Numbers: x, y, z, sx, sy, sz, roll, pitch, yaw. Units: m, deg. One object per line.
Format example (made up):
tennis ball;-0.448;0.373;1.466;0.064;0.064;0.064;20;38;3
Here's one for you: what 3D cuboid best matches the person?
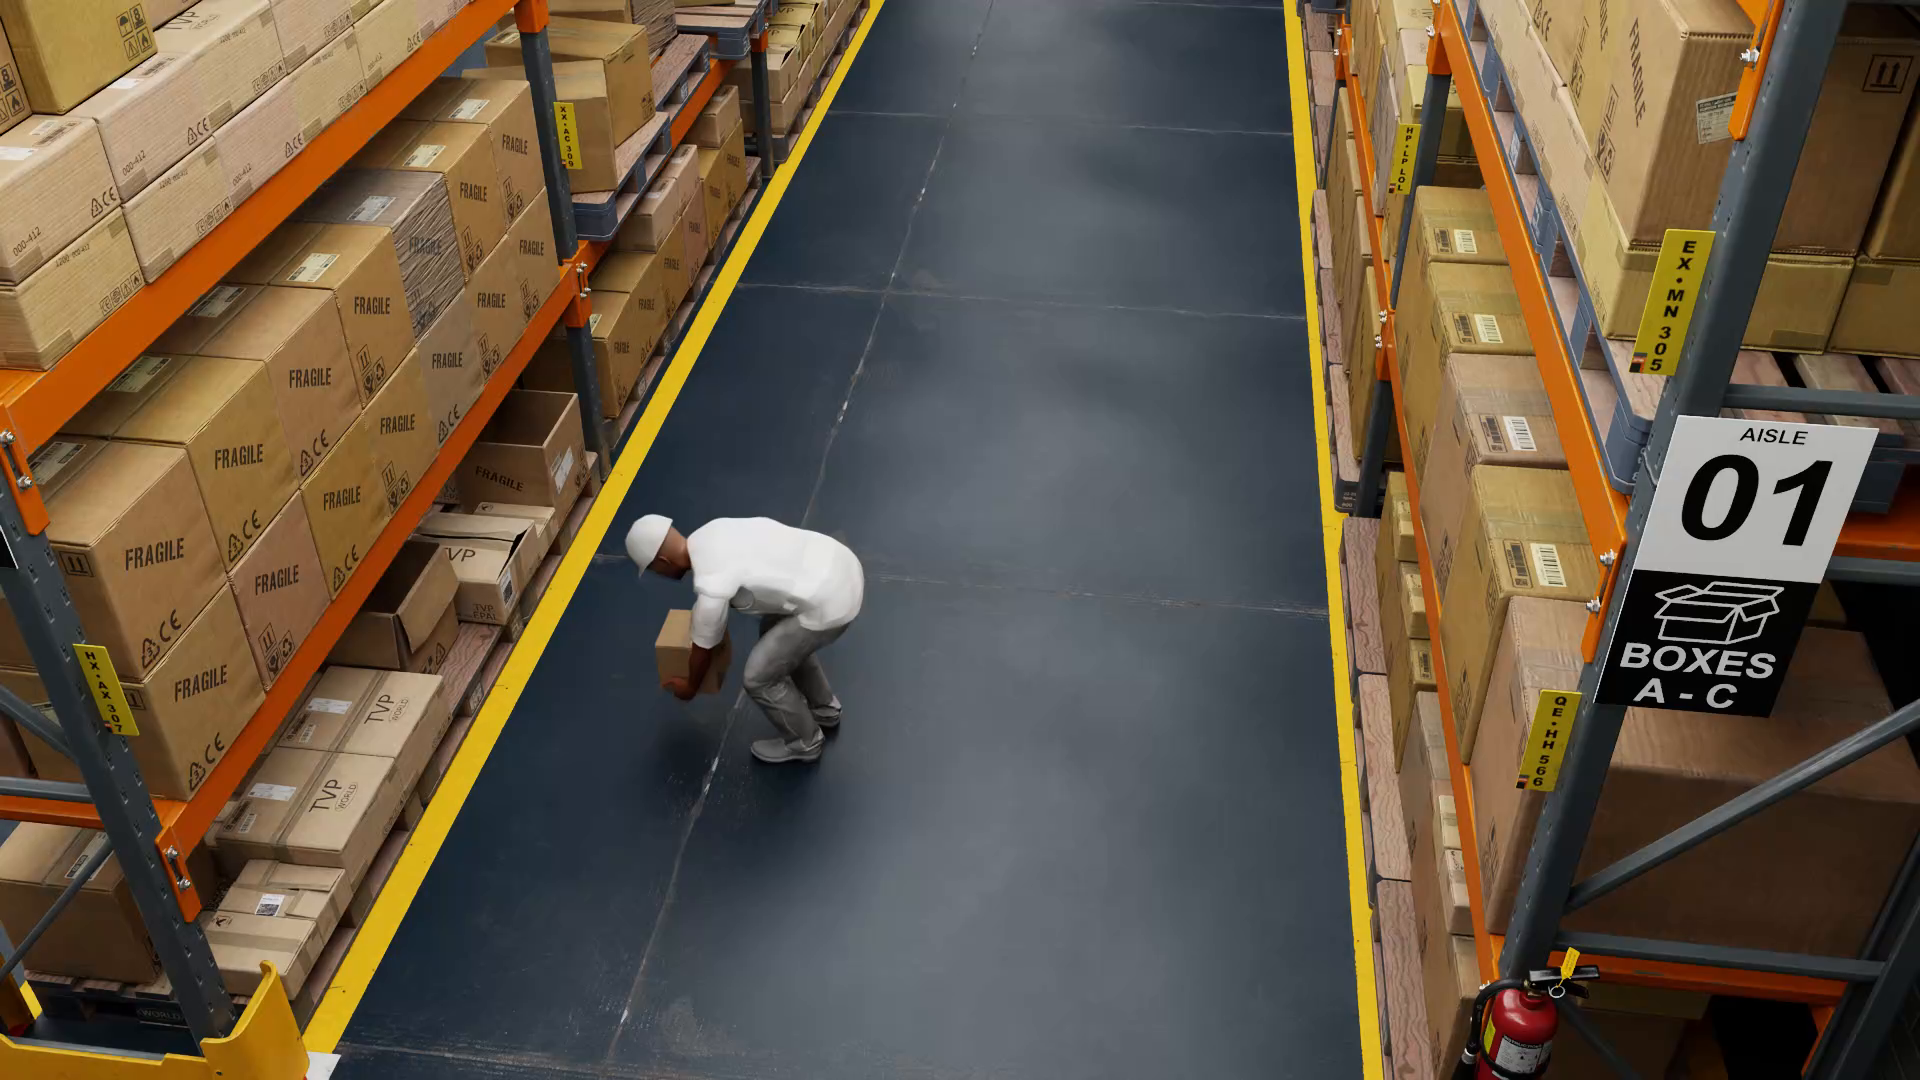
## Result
person;-0.876;0.400;6.979;0.957;1.164;0.507;3;36;4
